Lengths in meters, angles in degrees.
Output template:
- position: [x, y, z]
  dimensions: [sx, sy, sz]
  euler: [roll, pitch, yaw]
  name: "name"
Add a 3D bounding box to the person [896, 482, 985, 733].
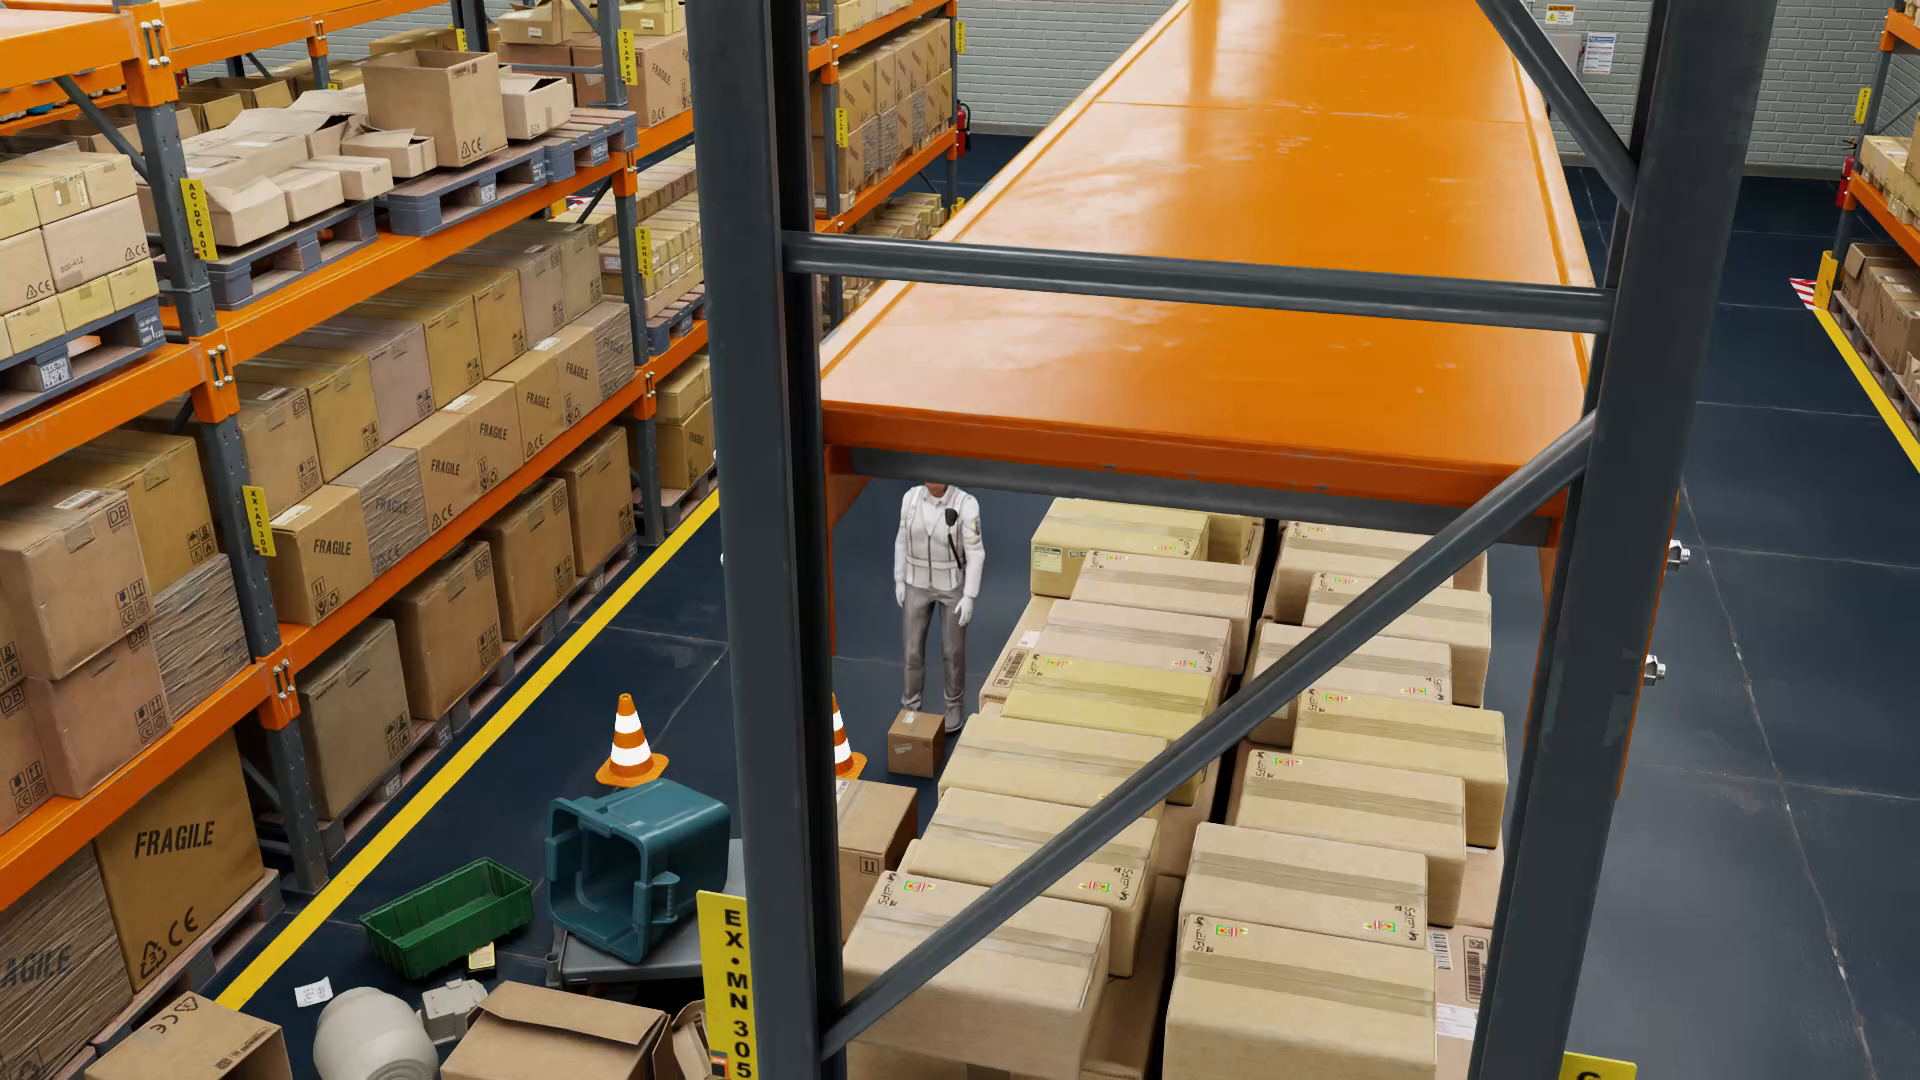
- position: [-0.130, 0.290, 9.070]
  dimensions: [0.511, 1.698, 0.445]
  euler: [7, 26, 14]
  name: "person"
